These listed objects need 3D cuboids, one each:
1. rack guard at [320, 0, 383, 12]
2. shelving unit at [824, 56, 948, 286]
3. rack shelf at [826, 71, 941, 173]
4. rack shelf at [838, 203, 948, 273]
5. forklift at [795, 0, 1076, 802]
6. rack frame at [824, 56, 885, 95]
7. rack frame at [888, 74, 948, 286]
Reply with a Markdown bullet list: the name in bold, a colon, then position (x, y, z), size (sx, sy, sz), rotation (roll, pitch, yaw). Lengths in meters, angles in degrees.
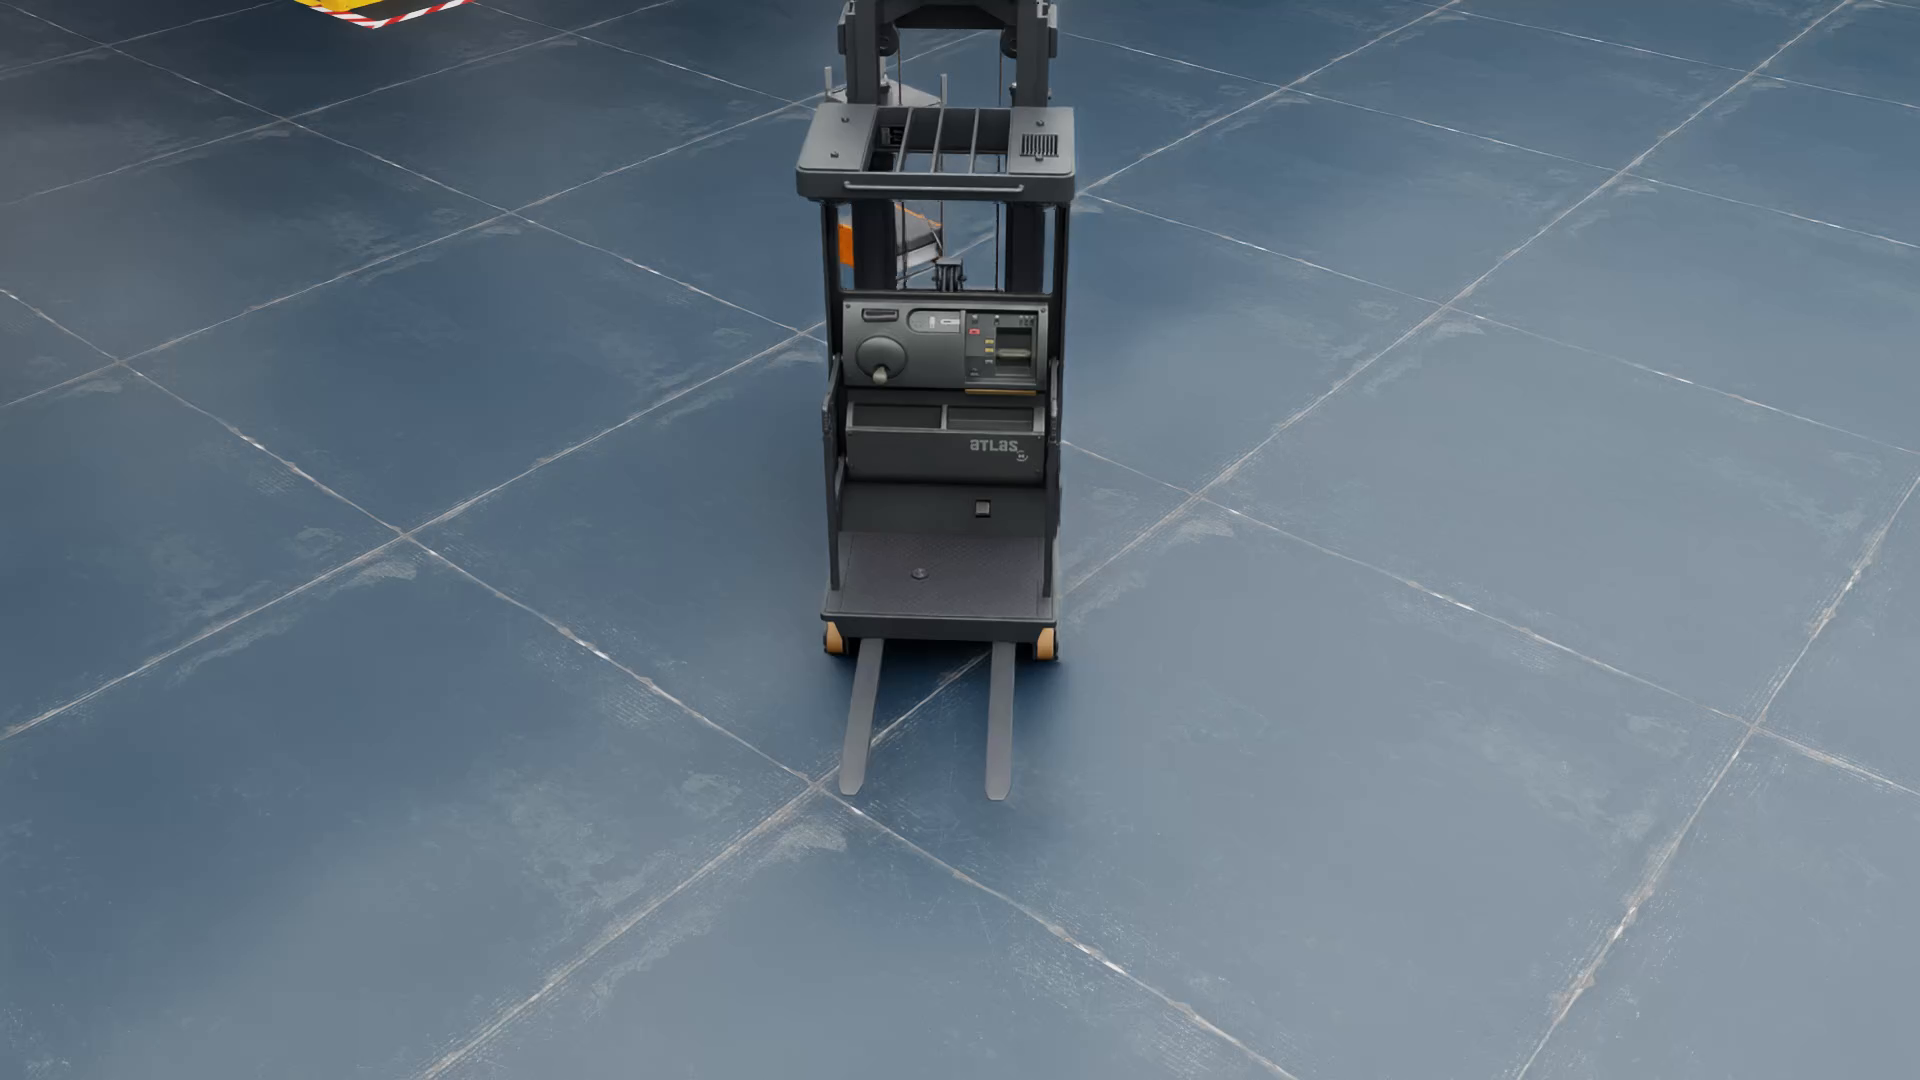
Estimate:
- **rack guard**: position (-5.830, -5.676, 16.573), size (0.348, 0.500, 1.175), rotation (25, 42, 32)
- **shelving unit**: position (-0.385, -1.547, 9.148), size (0.431, 2.100, 0.503), rotation (-27, 43, -34)
- **rack shelf**: position (-0.385, -2.113, 8.760), size (0.431, 0.518, 0.480), rotation (-27, 43, -34)
- **rack shelf**: position (-0.385, -1.536, 9.156), size (0.431, 0.518, 0.480), rotation (-27, 43, -34)
- **forklift**: position (-0.076, -0.824, 7.361), size (1.130, 2.935, 3.031), rotation (2, 35, 2)
- **rack frame**: position (-0.550, -1.649, 9.297), size (0.400, 2.100, 0.015), rotation (-27, 43, -34)
- **rack frame**: position (-0.220, -1.445, 9.000), size (0.400, 2.100, 0.015), rotation (-27, 43, -34)
